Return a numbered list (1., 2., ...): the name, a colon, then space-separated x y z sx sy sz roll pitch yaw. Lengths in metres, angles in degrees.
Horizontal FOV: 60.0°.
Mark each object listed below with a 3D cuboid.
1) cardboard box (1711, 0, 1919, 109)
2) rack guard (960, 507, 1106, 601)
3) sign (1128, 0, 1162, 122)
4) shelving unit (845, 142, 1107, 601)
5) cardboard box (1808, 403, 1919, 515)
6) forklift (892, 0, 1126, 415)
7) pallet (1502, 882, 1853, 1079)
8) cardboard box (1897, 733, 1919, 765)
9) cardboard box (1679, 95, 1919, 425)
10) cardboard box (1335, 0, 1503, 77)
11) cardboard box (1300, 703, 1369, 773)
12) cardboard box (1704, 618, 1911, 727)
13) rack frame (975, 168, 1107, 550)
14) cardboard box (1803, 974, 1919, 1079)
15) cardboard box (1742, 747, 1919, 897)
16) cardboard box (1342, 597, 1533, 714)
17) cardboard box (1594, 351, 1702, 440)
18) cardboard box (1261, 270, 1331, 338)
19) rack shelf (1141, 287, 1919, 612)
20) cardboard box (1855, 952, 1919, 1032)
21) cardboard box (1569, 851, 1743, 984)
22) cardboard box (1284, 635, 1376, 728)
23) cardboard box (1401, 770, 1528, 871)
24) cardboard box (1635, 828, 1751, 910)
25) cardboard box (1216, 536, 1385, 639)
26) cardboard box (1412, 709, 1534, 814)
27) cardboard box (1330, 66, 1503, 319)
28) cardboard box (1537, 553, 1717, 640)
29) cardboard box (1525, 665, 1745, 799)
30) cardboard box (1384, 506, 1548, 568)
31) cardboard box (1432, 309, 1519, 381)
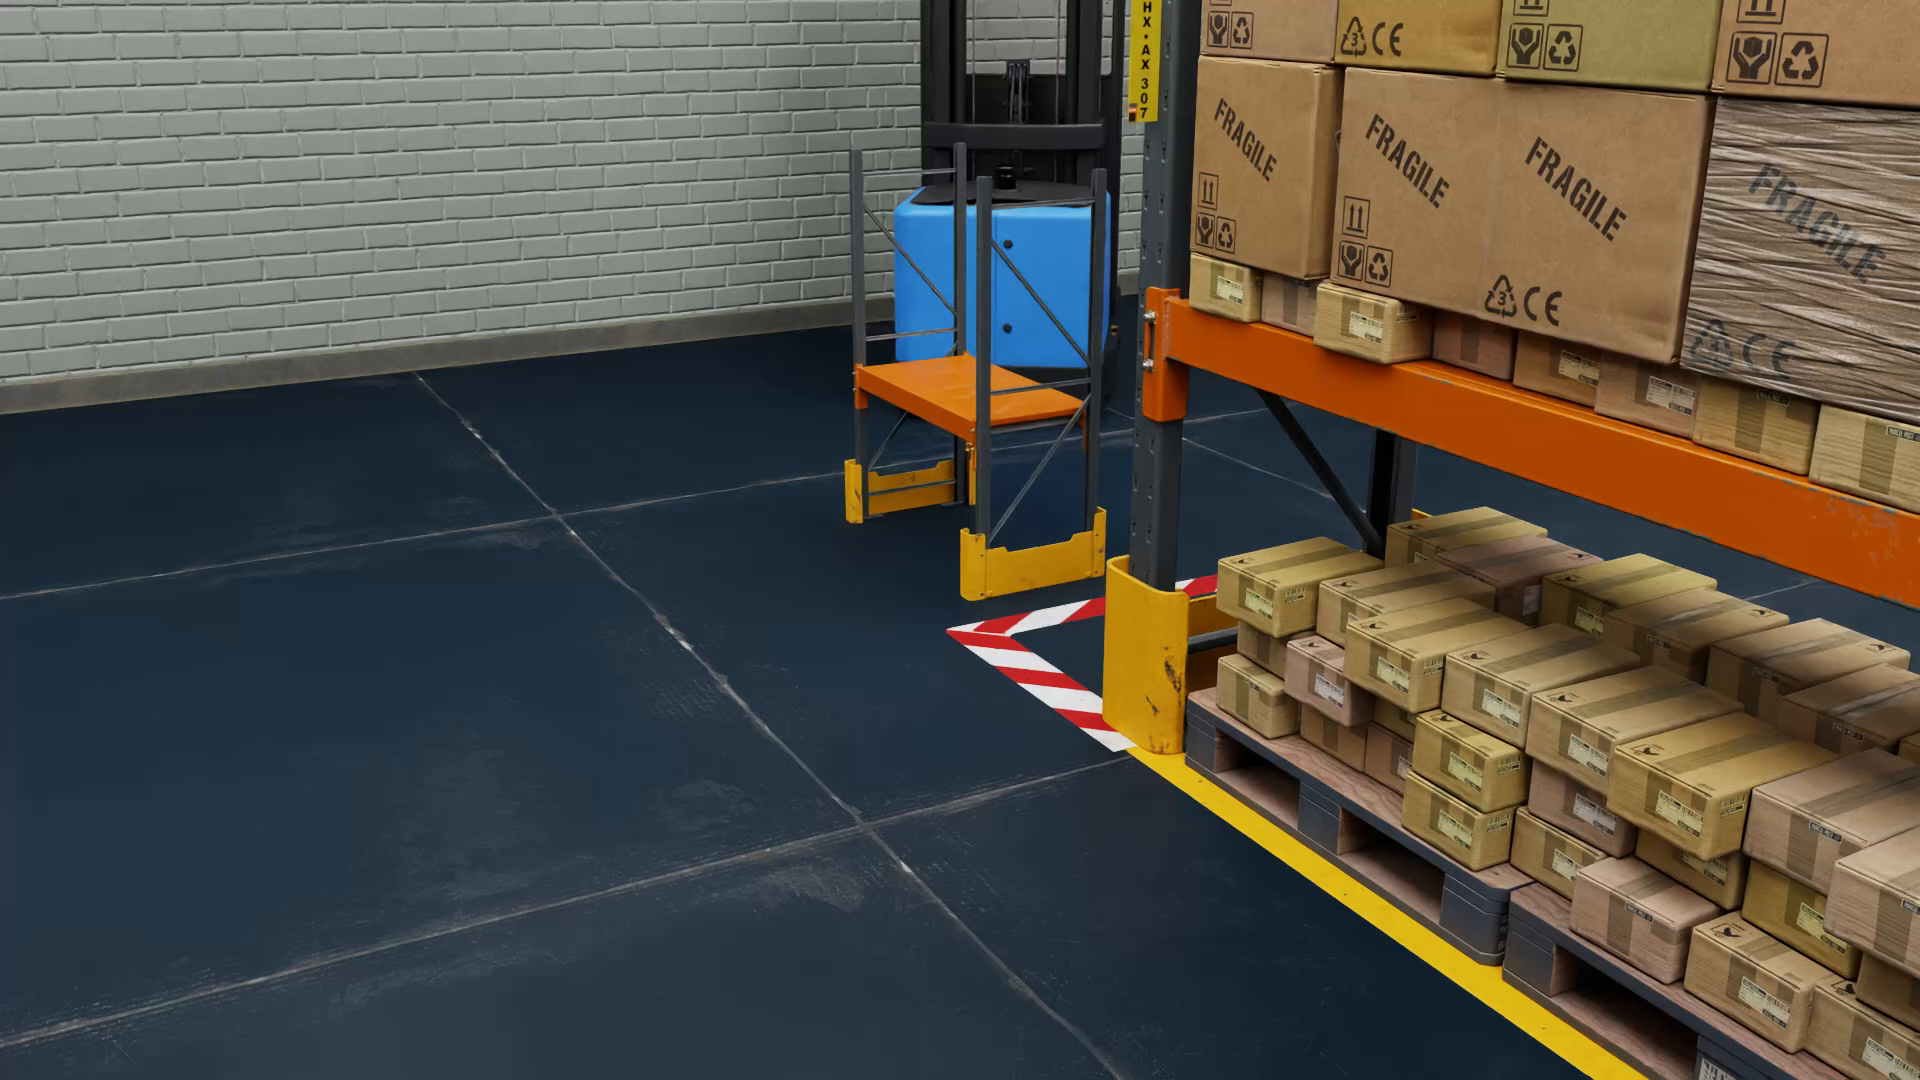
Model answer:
1. cardboard box: 1.666 -0.996 2.777 0.500 0.500 0.500 -11 22 -28
2. rack guard: 0.273 0.047 6.113 0.587 0.250 0.087 -10 21 -27
3. sign: 0.491 -1.273 4.394 0.100 0.325 0.005 -10 21 -27
4. shelving unit: 0.036 -0.687 6.323 0.587 1.500 1.083 -10 21 -27
5. cardboard box: 1.721 -0.164 2.893 0.380 0.149 0.250 -10 21 -26
6. forklift: 0.363 -2.434 9.193 1.130 2.935 3.031 2 19 7
7. pallet: 1.935 0.981 3.465 1.003 0.211 1.213 -10 21 -27
8. cardboard box: 2.167 0.485 3.442 0.380 0.149 0.250 -10 21 -26
9. cardboard box: 1.684 -0.526 2.949 0.500 0.500 0.500 -11 22 -28
10. cardboard box: 1.193 -1.294 3.642 0.500 0.500 0.500 -9 21 -25
11. cardboard box: 1.132 0.464 4.415 0.380 0.149 0.250 -10 21 -27
12. cardboard box: 1.990 0.321 3.916 0.380 0.149 0.250 -9 21 -25
13. rack frame: 0.282 -0.539 5.893 0.500 1.500 0.032 -10 21 -27
14. cardboard box: 1.826 0.908 3.130 0.380 0.149 0.250 -10 21 -26
15. cardboard box: 1.764 0.555 3.238 0.380 0.149 0.250 -10 21 -27
16. cardboard box: 1.162 0.276 4.048 0.380 0.149 0.250 -10 21 -27
17. cardboard box: 1.515 -0.323 3.354 0.380 0.149 0.250 -10 22 -28
18. cardboard box: 0.991 -0.618 4.210 0.380 0.149 0.250 -9 21 -25
19. rack shelf: 1.918 -0.033 3.233 1.077 0.370 4.000 -10 21 -27
20. cardboard box: 1.876 0.781 3.041 0.380 0.149 0.250 -11 22 -29
21. cardboard box: 1.528 0.768 3.534 0.380 0.149 0.250 -11 22 -29
22. cardboard box: 1.072 0.338 4.323 0.380 0.149 0.250 -10 21 -27
23. cardboard box: 1.281 0.625 3.950 0.380 0.149 0.250 -10 21 -26
24. cardboard box: 1.667 0.618 3.512 0.380 0.149 0.250 -9 21 -24
25. cardboard box: 0.918 0.123 4.490 0.380 0.149 0.250 -11 22 -29
26. cardboard box: 1.292 0.485 3.897 0.380 0.149 0.250 -9 21 -25
27. cardboard box: 1.215 -0.814 3.783 0.500 0.500 0.500 -10 21 -27
28. cardboard box: 1.746 0.169 4.359 0.380 0.149 0.250 -11 22 -28
29. cardboard box: 1.476 0.415 3.644 0.380 0.149 0.250 -9 21 -25
30. cardboard box: 1.443 0.033 4.752 0.380 0.149 0.250 -10 21 -26
31. cardboard box: 1.315 -0.480 3.808 0.380 0.149 0.250 -9 21 -24
